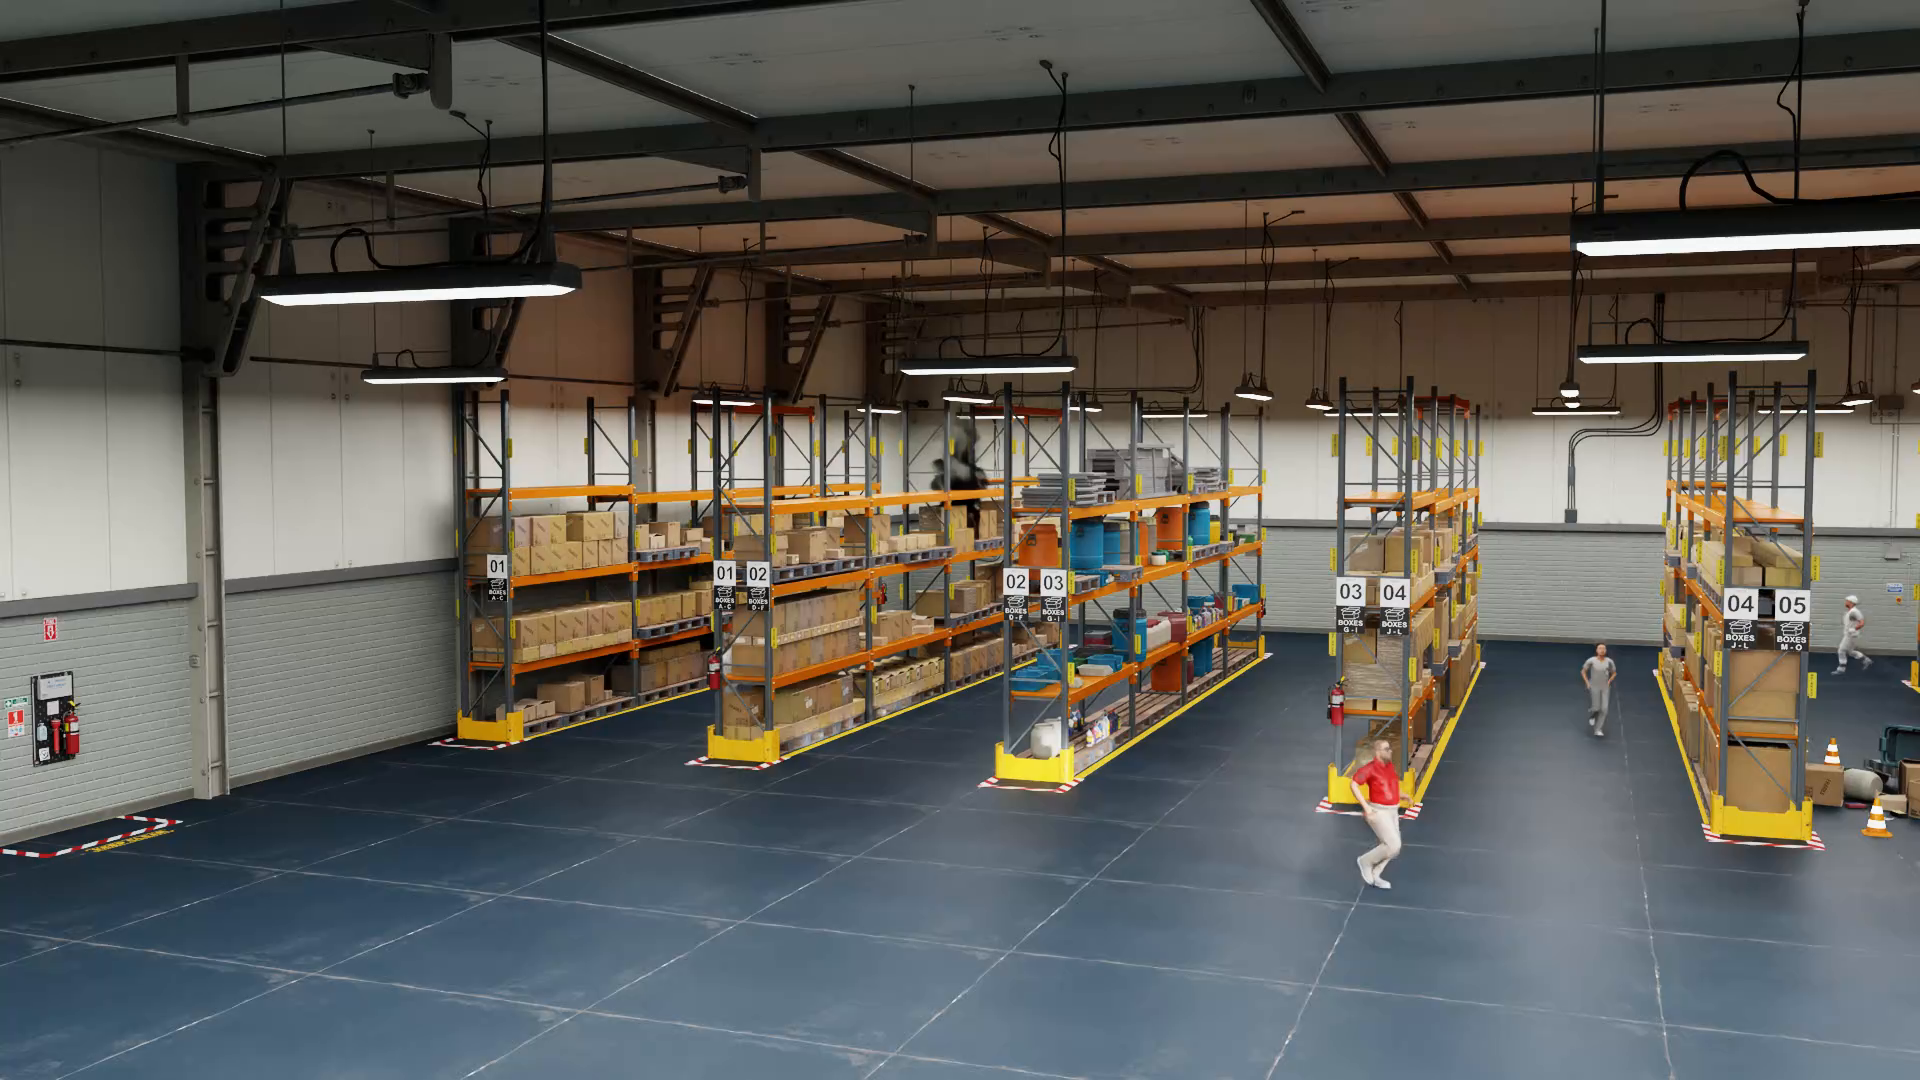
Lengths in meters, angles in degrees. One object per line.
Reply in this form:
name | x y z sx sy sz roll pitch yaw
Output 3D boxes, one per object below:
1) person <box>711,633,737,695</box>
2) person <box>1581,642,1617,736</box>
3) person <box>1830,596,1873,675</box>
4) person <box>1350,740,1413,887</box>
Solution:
person | -4.122 2.518 29.454 0.663 1.772 0.816 1 3 13
person | 11.157 2.595 29.022 0.580 1.616 0.597 0 3 7
person | 19.677 2.110 36.609 0.854 1.779 0.669 1 3 19
person | 4.834 3.114 18.849 0.661 1.683 0.597 -3 4 -45
